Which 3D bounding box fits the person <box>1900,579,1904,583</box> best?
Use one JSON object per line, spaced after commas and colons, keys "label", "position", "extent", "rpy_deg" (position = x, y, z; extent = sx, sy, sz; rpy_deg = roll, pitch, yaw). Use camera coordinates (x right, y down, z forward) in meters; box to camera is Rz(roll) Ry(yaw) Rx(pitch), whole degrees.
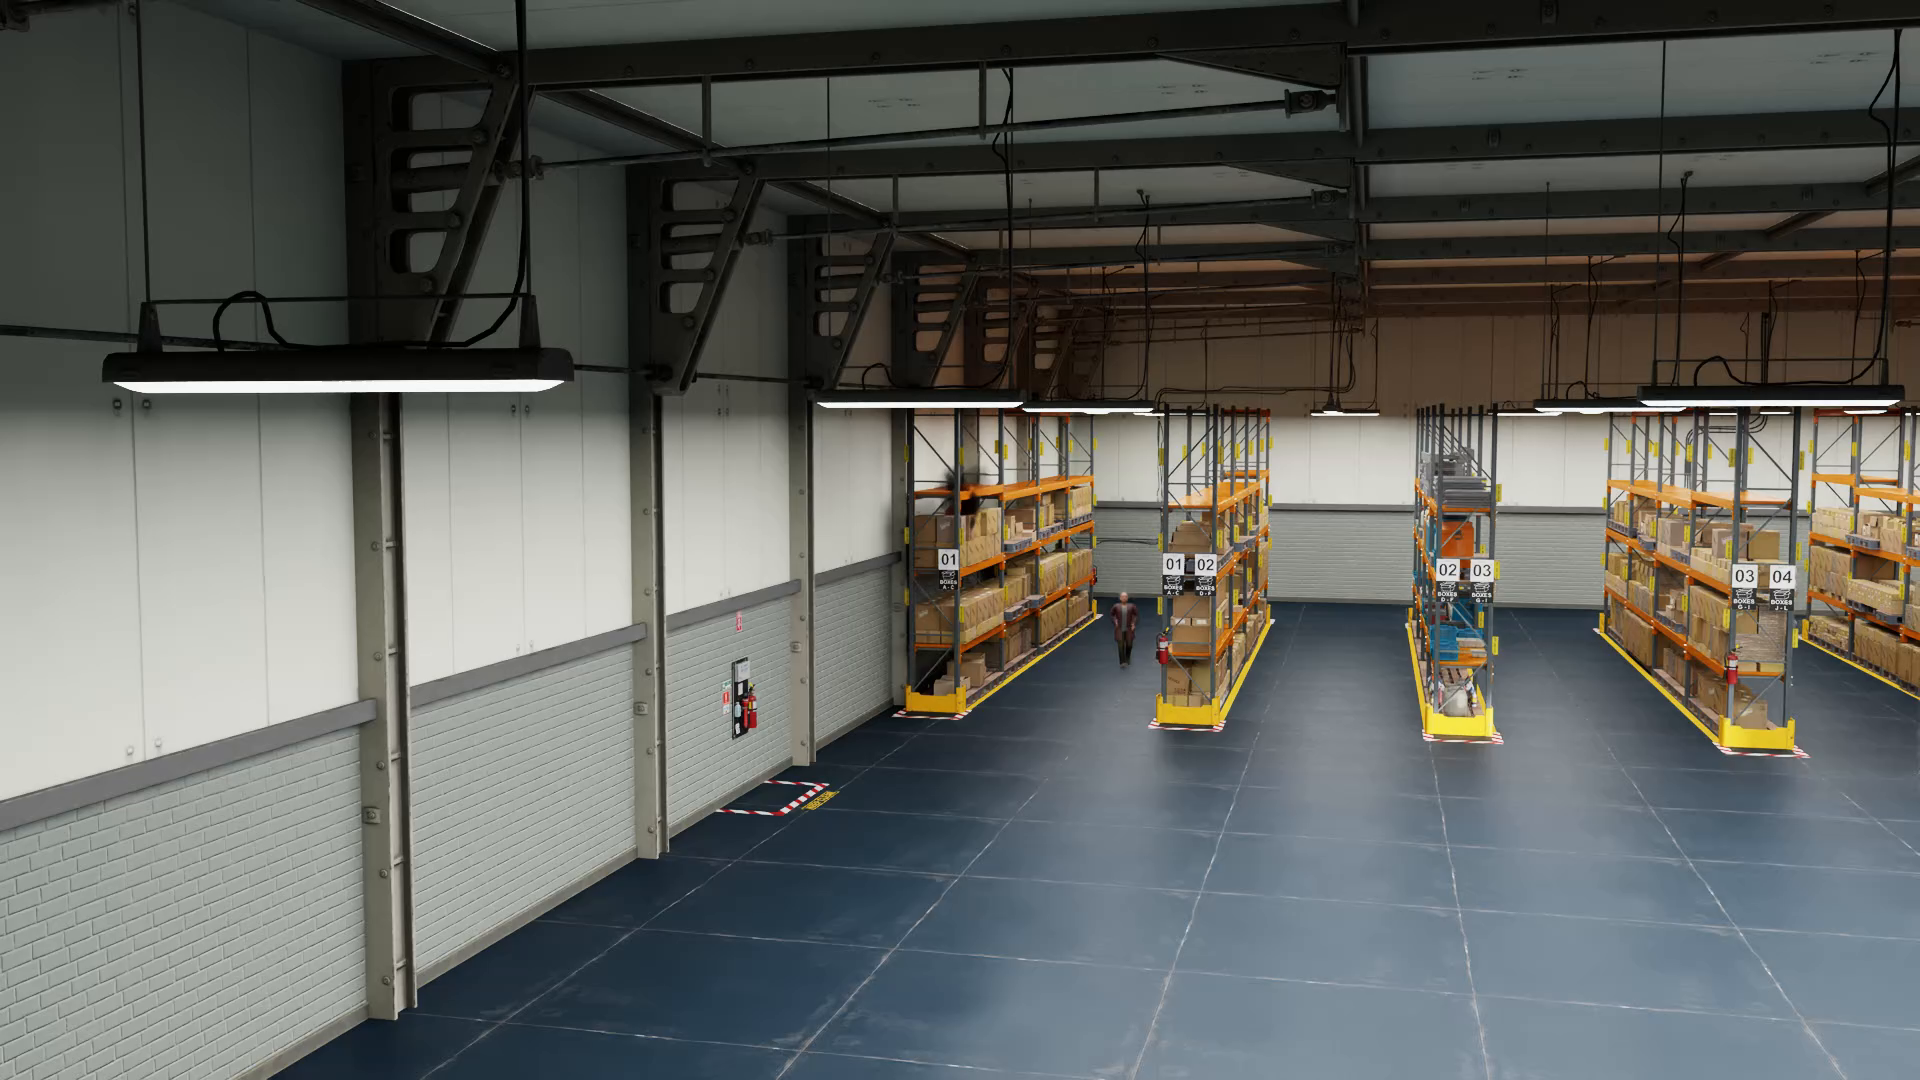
{"label": "person", "position": [24.083, 1.823, 42.488], "extent": [0.603, 1.657, 0.742], "rpy_deg": [0, 4, 7]}

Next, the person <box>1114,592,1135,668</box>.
{"label": "person", "position": [3.770, 2.072, 38.179], "extent": [0.665, 1.729, 0.651], "rpy_deg": [0, 4, 3]}
